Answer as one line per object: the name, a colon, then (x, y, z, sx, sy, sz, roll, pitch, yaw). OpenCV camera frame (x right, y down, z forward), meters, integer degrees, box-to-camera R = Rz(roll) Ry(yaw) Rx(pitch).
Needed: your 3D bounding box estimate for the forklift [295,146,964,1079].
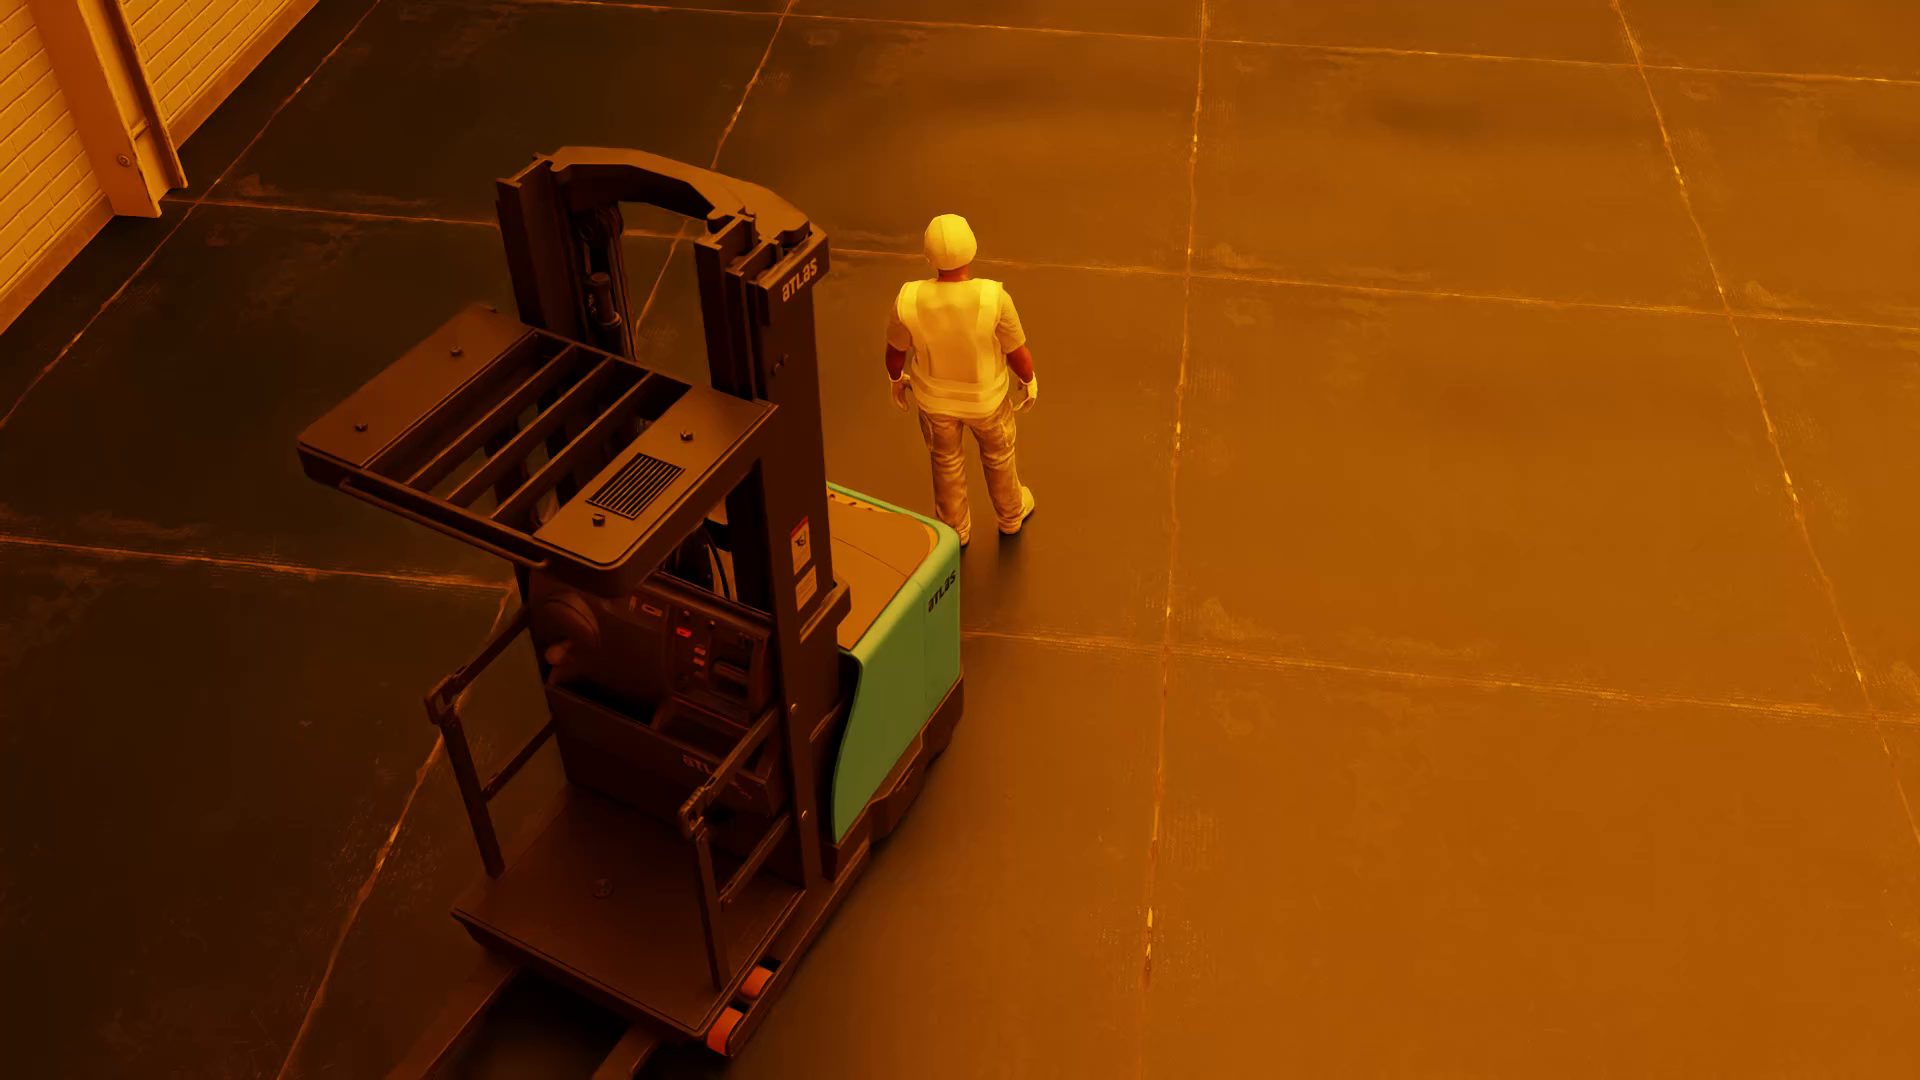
forklift: (-1.125, 0.392, 5.298, 1.130, 2.935, 3.031, 20, 46, 20)

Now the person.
person: (0.018, -0.709, 7.334, 0.656, 1.781, 0.577, 5, 43, 6)
